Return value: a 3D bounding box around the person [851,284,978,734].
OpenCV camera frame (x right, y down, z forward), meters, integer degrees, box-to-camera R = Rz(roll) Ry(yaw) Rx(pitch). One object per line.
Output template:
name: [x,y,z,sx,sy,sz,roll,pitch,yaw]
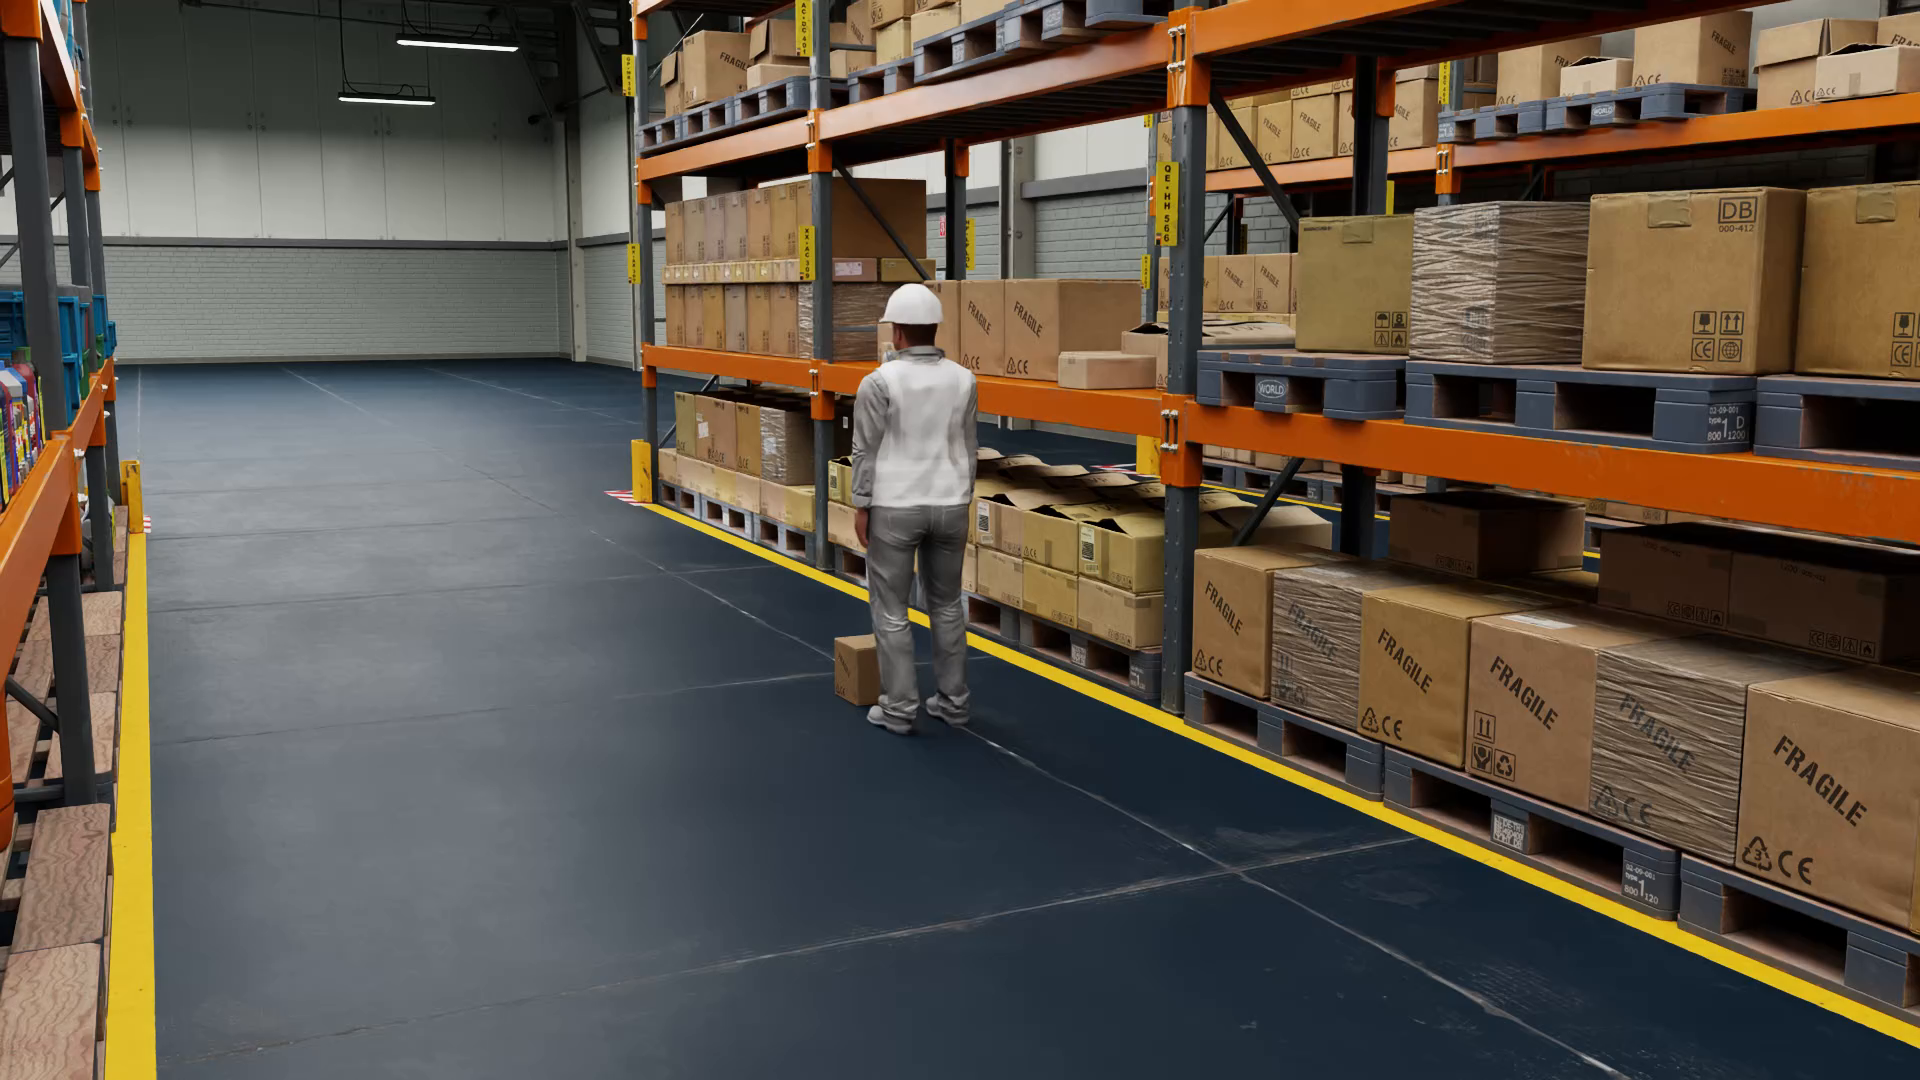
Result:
person: [-0.187,-0.127,6.632,0.532,1.766,0.359,-4,9,-24]
